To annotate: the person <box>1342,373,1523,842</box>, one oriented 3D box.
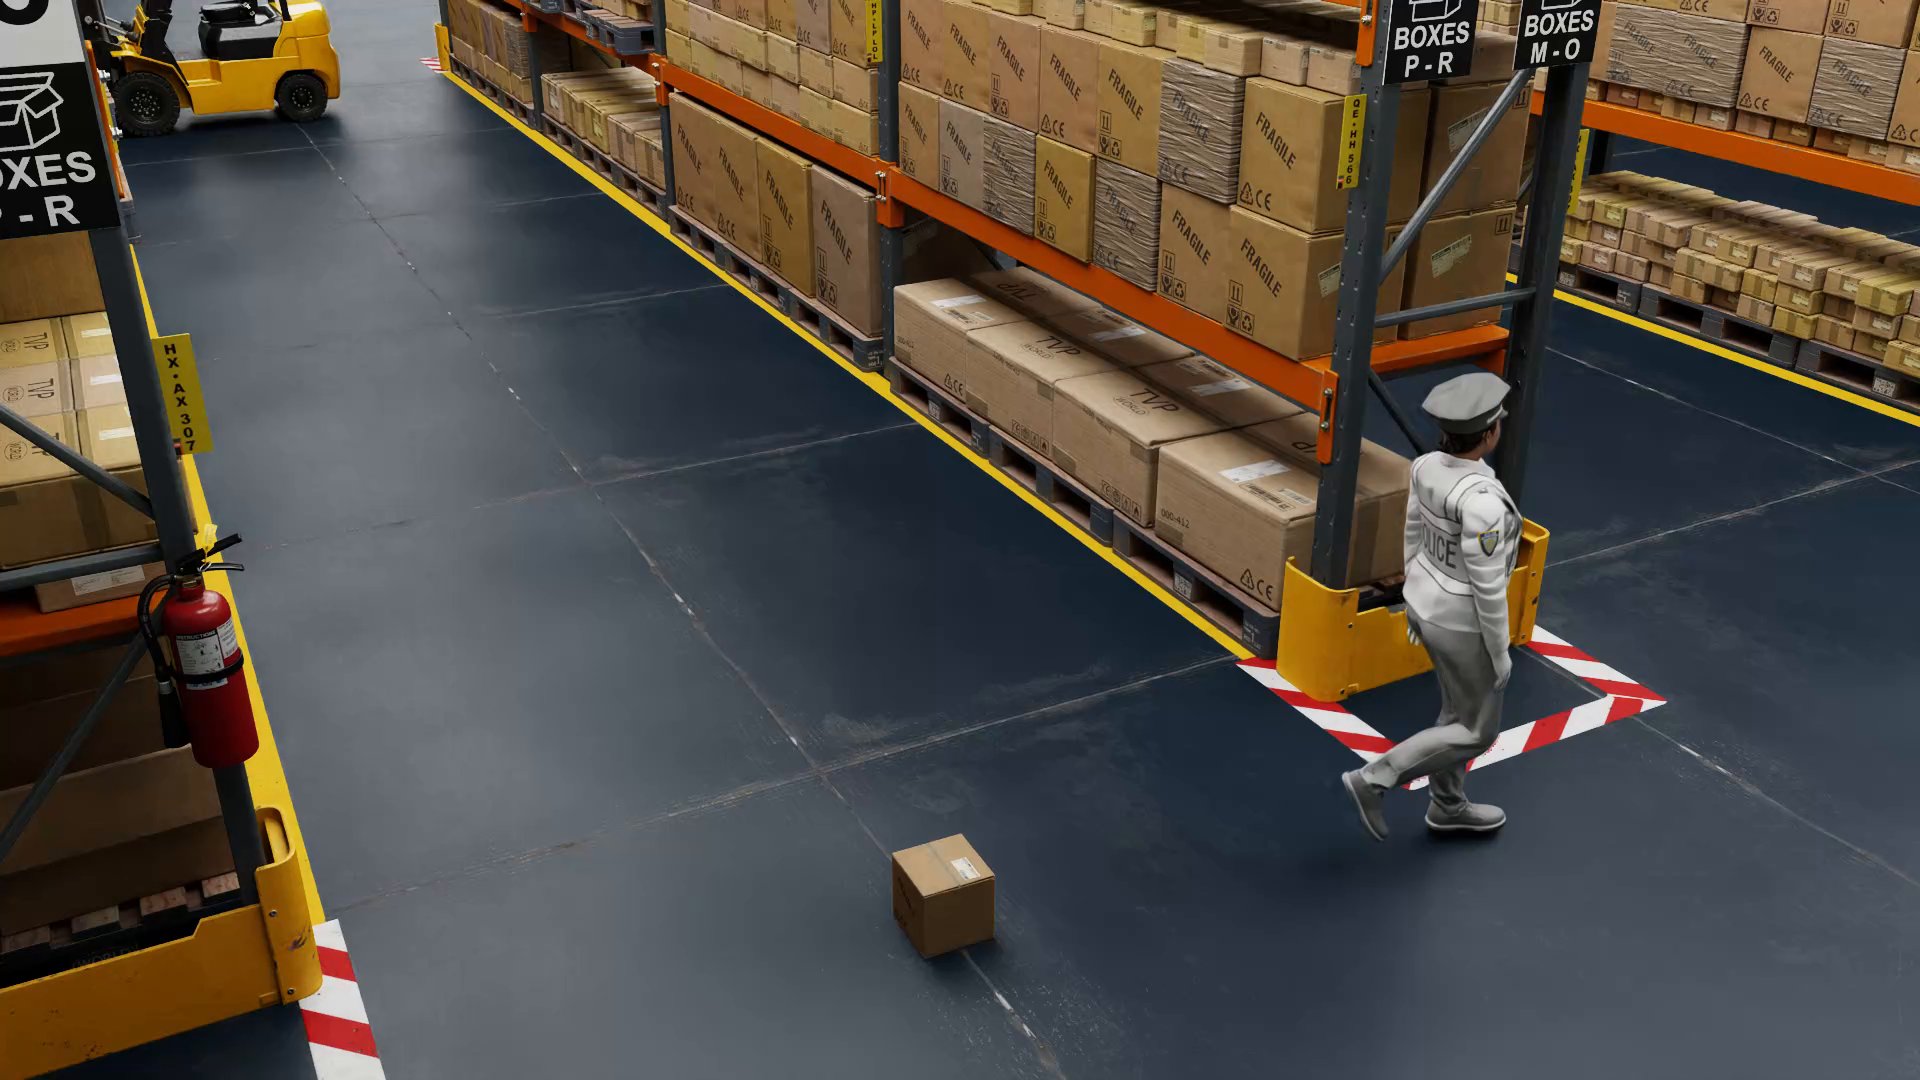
[{"bbox_3d":[1.597,0.261,5.495,0.656,1.666,0.506,-4,26,-8],"label":"person"}]
